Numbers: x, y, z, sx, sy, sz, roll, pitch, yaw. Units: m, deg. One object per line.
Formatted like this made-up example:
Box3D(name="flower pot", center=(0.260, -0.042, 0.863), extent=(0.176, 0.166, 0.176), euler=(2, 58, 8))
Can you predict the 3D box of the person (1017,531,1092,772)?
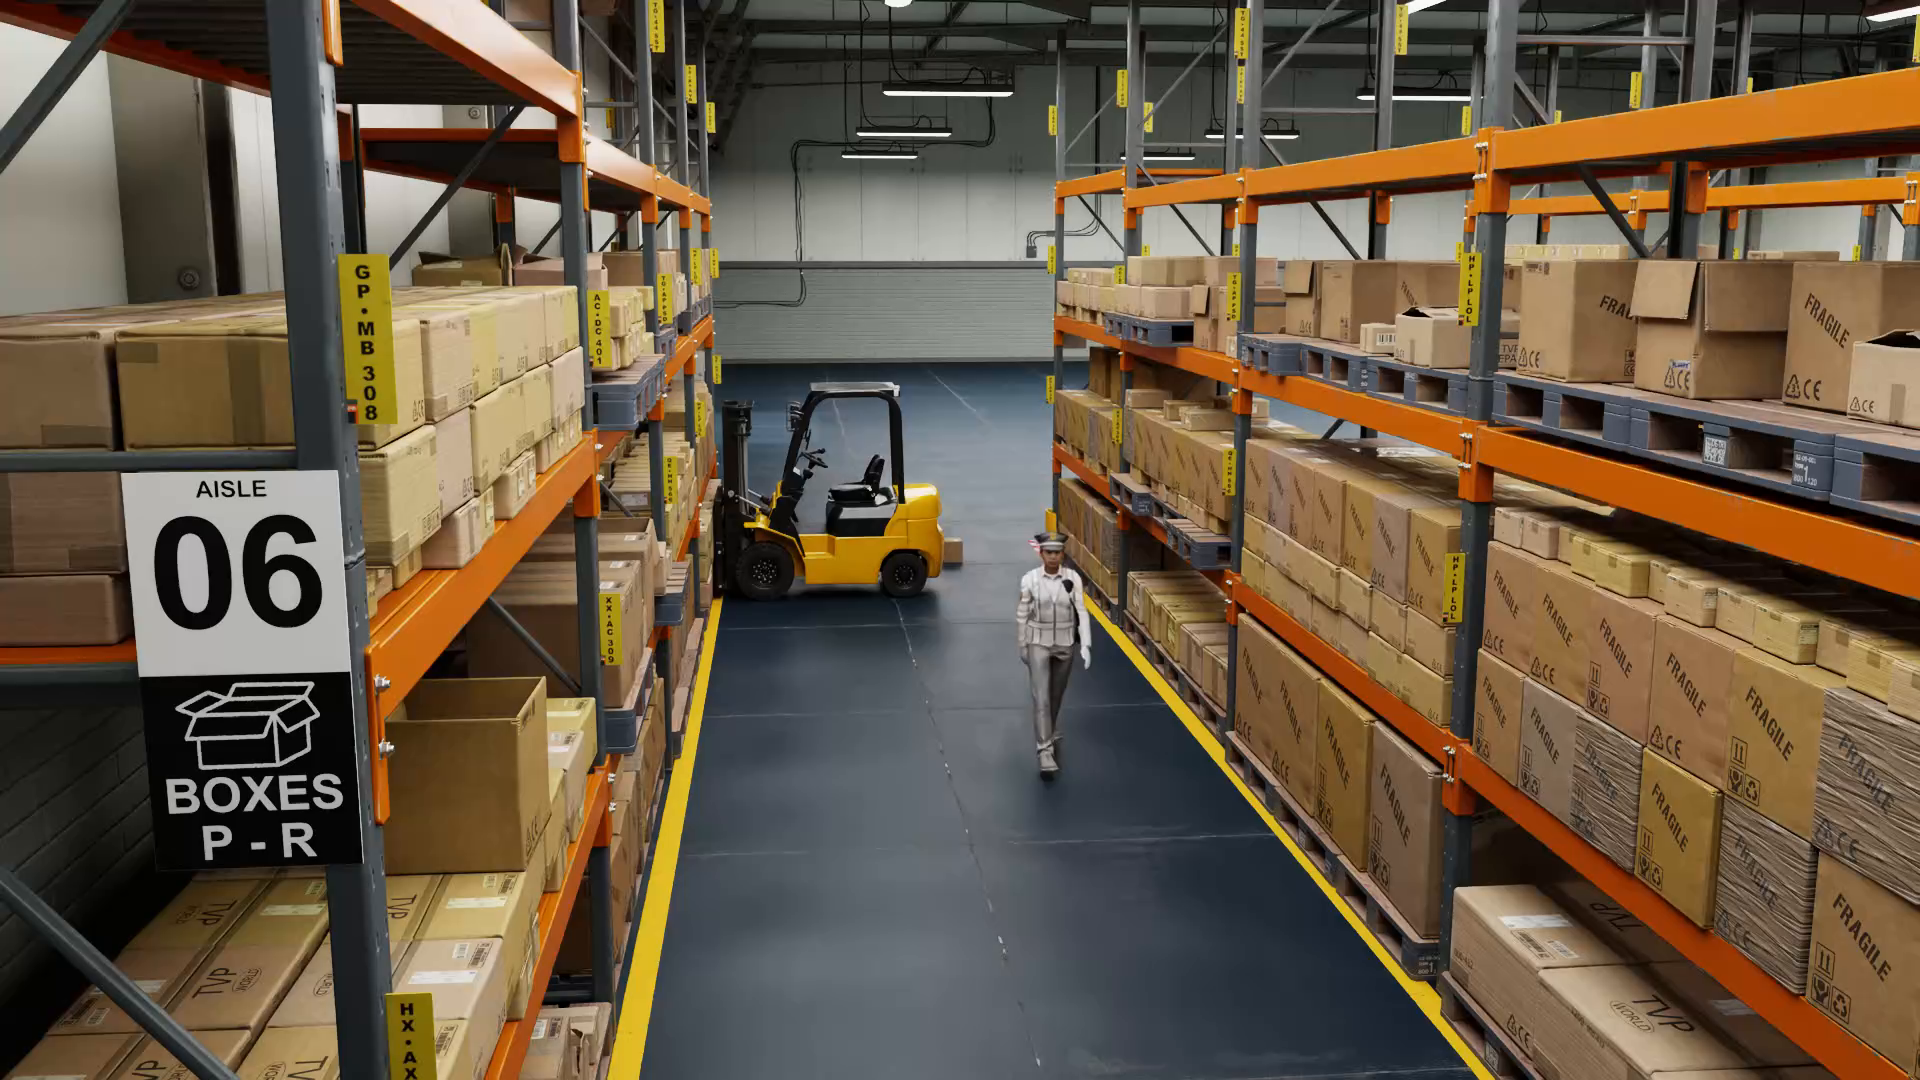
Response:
Box3D(name="person", center=(0.669, 0.734, 11.699), extent=(0.496, 1.629, 1.013), euler=(-2, 10, -9))
